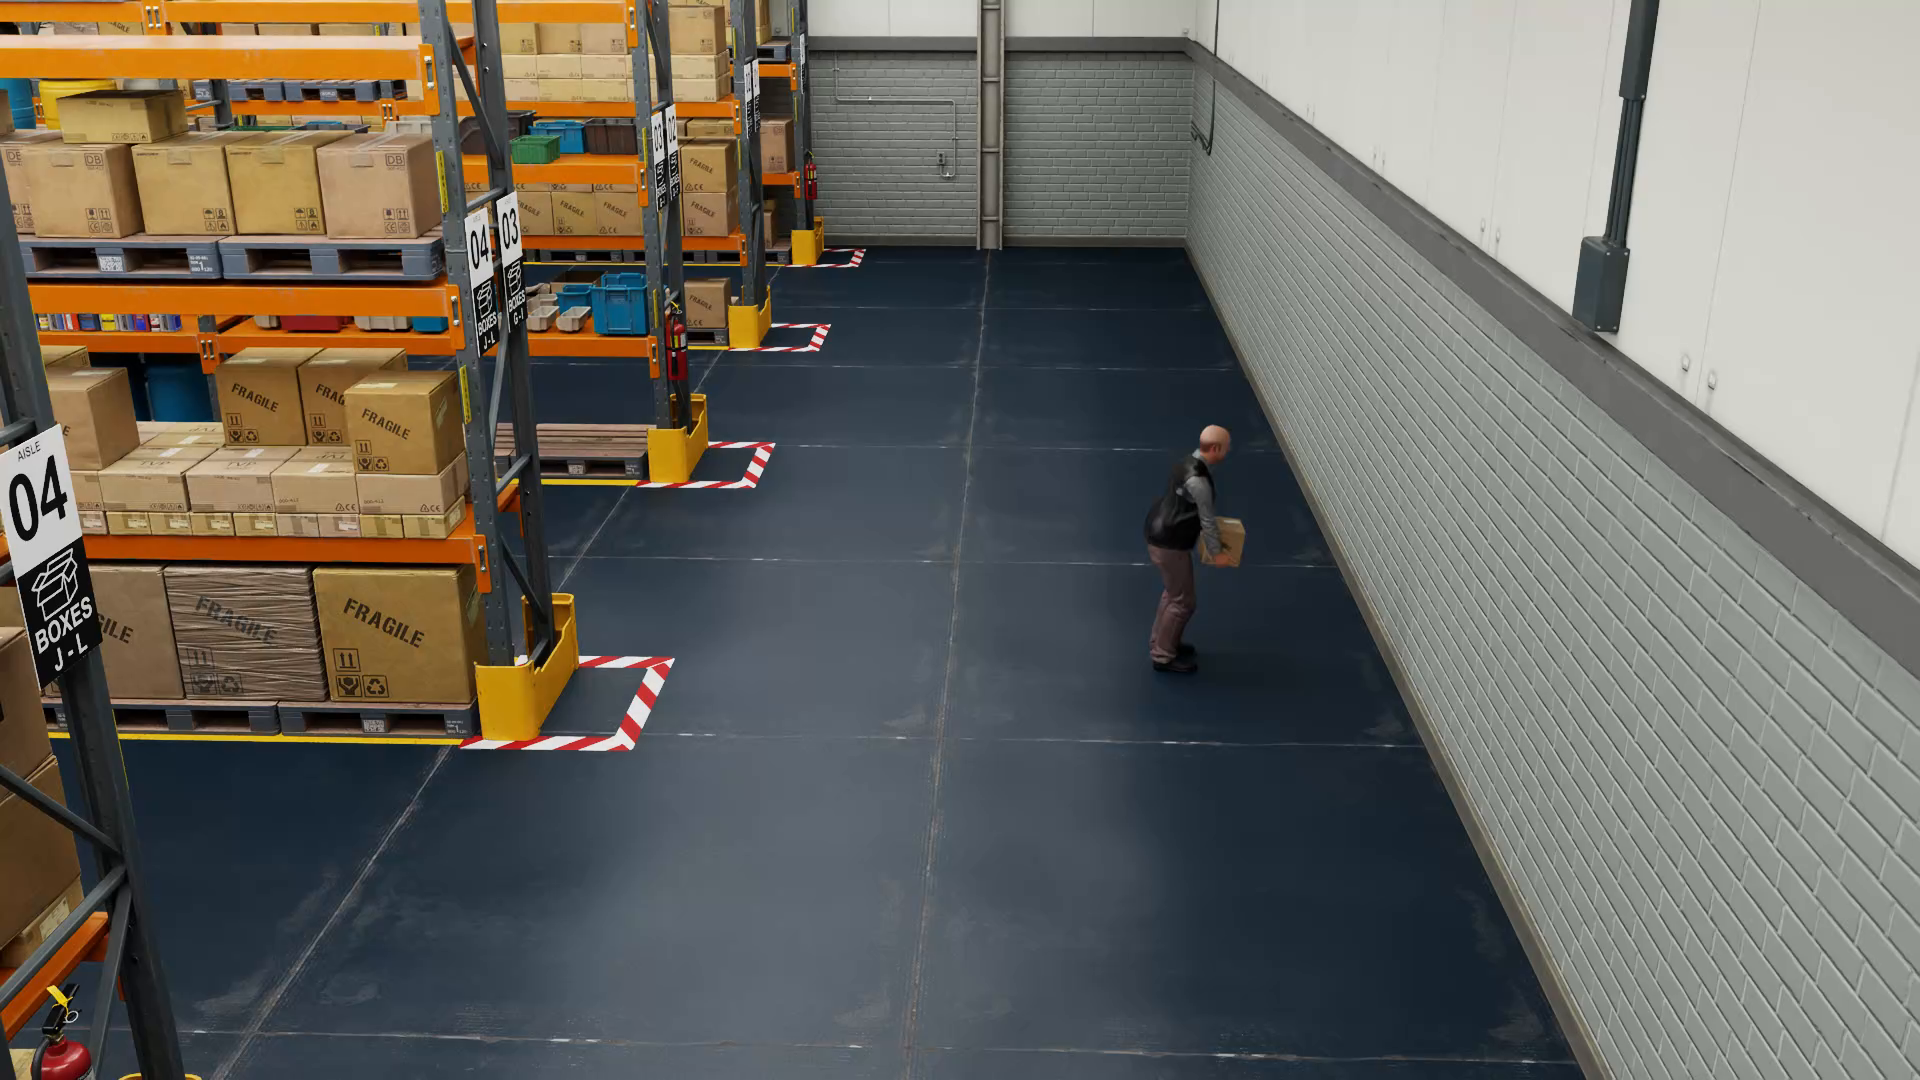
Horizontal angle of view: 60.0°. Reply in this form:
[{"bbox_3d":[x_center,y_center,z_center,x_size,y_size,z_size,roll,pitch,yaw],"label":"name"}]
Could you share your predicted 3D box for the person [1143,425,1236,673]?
[{"bbox_3d":[1.524,0.042,11.083,0.601,1.672,0.479,0,21,1],"label":"person"}]
